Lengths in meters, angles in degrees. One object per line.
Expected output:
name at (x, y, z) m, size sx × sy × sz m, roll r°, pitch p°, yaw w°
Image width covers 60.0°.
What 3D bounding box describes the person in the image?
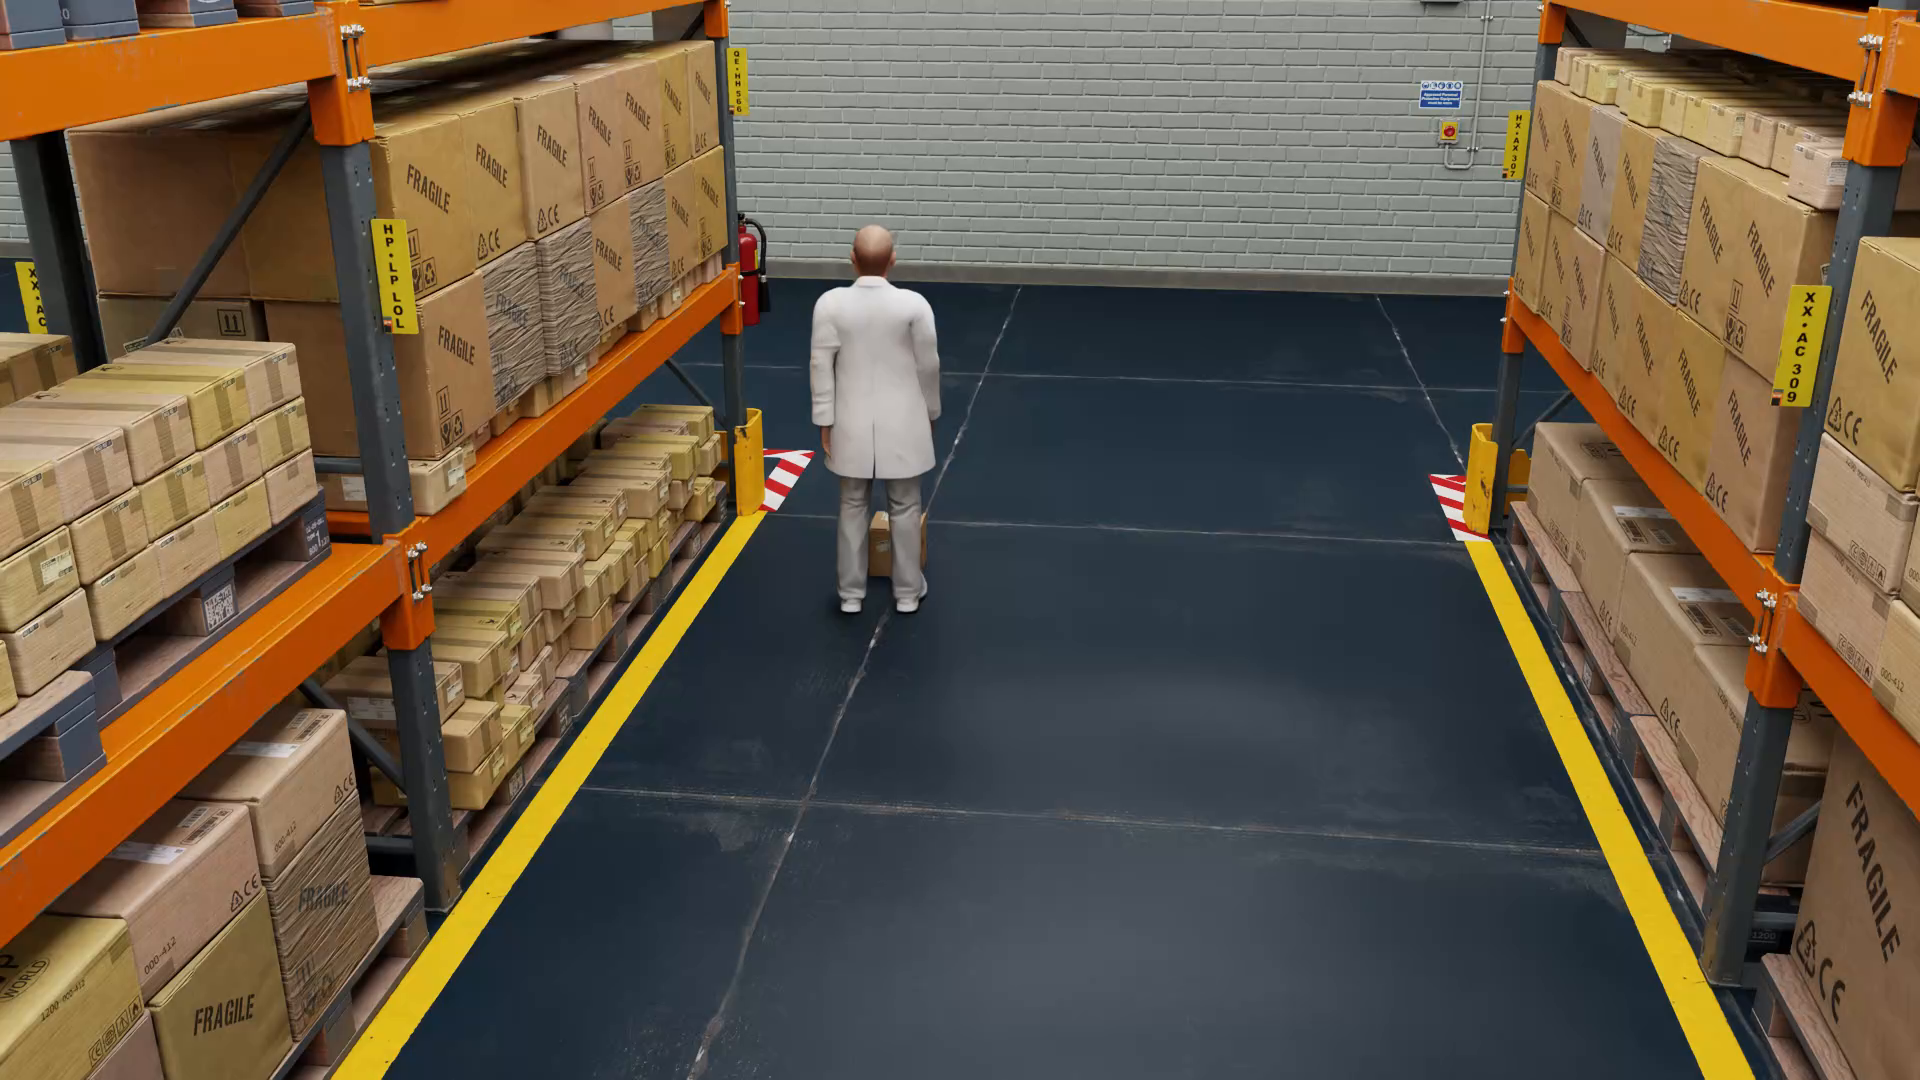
person at (-0.365, -0.540, 7.489) m, size 0.573 × 1.789 × 0.459 m, roll 2°, pitch 21°, yaw 6°
